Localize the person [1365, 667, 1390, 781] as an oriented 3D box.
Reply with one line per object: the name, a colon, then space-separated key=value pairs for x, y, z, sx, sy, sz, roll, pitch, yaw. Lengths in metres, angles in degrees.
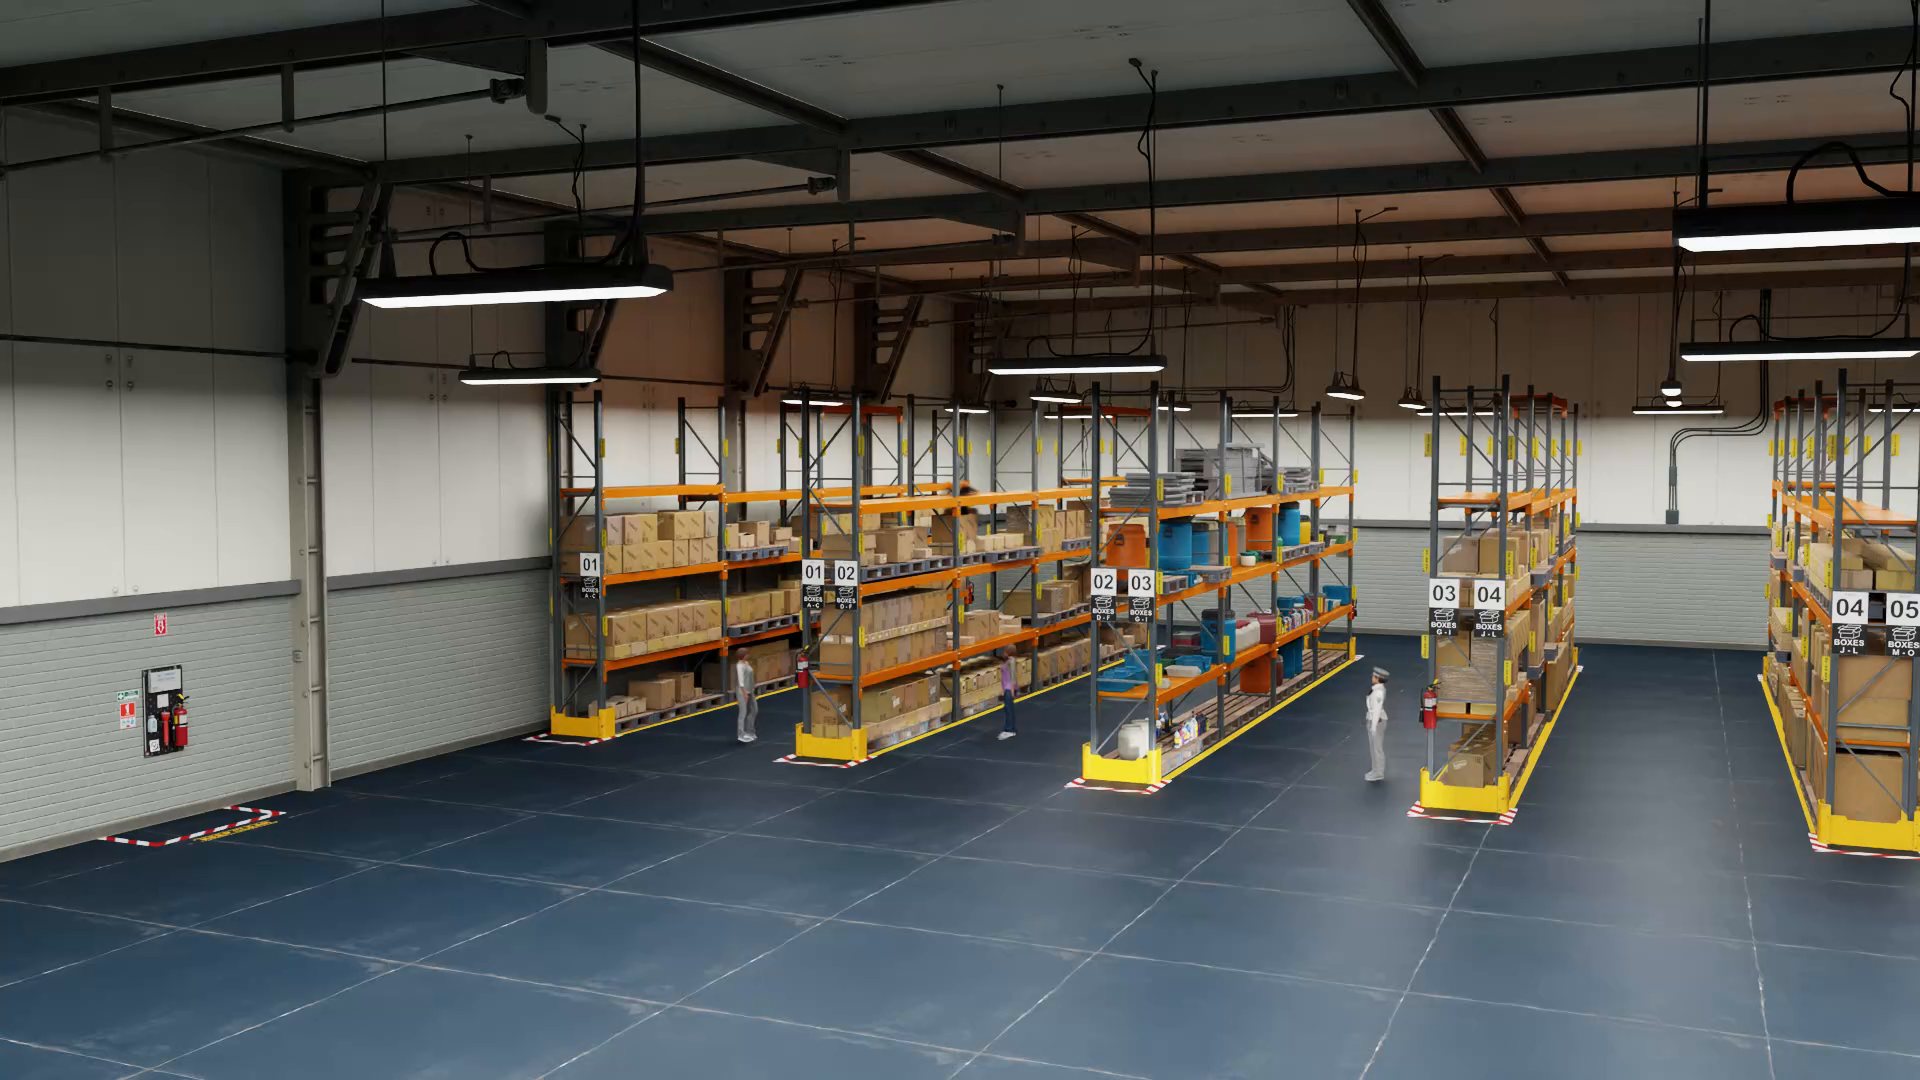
person: x=6.300 y=2.769 z=25.190 sx=0.389 sy=1.699 sz=0.482 roll=0 pitch=3 yaw=-3

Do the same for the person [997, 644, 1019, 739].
person: x=0.824 y=2.620 z=28.777 sx=0.387 sy=1.594 sz=0.532 roll=0 pitch=3 yaw=-1

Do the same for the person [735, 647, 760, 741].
person: x=-3.664 y=2.652 z=28.423 sx=0.359 sy=1.645 sz=0.437 roll=1 pitch=3 yaw=25
